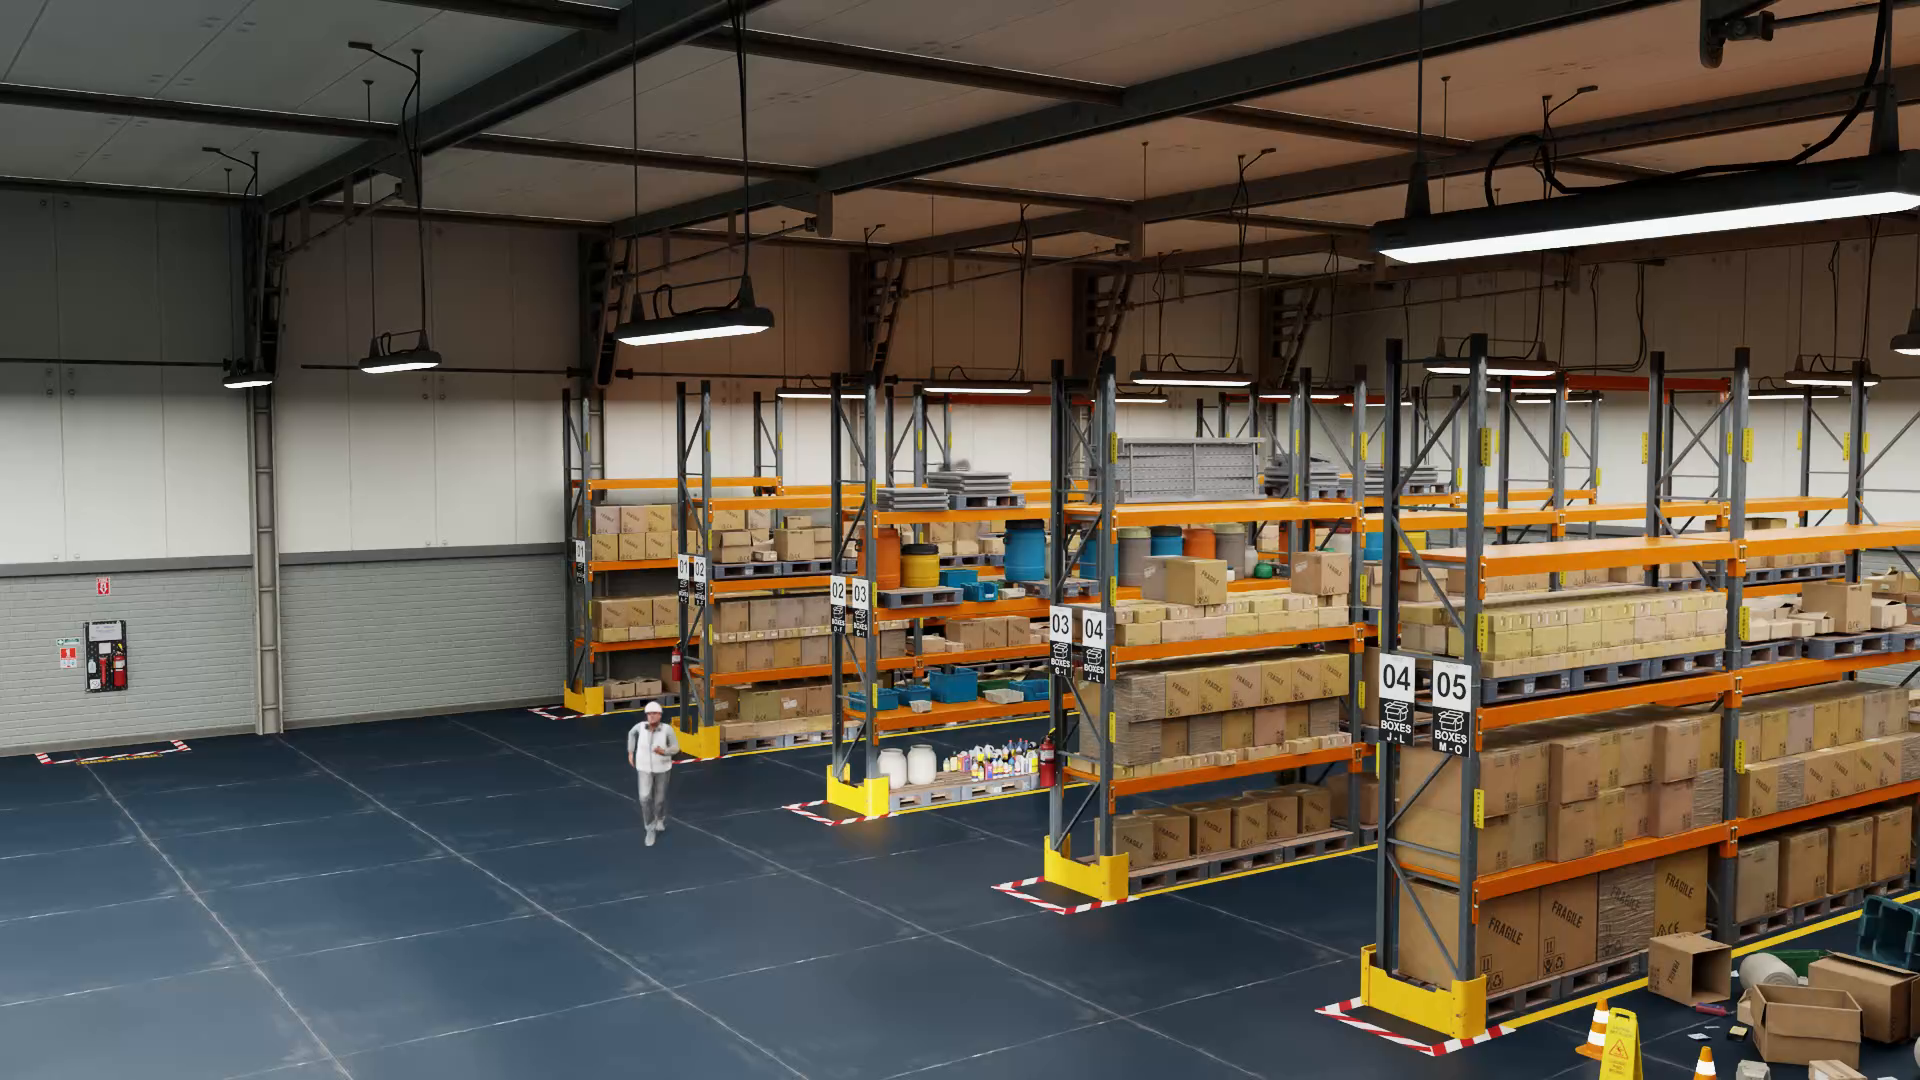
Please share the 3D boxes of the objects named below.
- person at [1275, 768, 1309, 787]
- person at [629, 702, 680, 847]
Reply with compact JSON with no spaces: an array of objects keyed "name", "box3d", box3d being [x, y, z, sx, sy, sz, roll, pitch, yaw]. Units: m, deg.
[{"name":"person","box3d":[4.481,2.847,22.568,0.661,1.727,0.705,-3,5,-41]},{"name":"person","box3d":[-3.882,2.933,21.108,0.679,1.812,0.849,0,4,-3]}]
